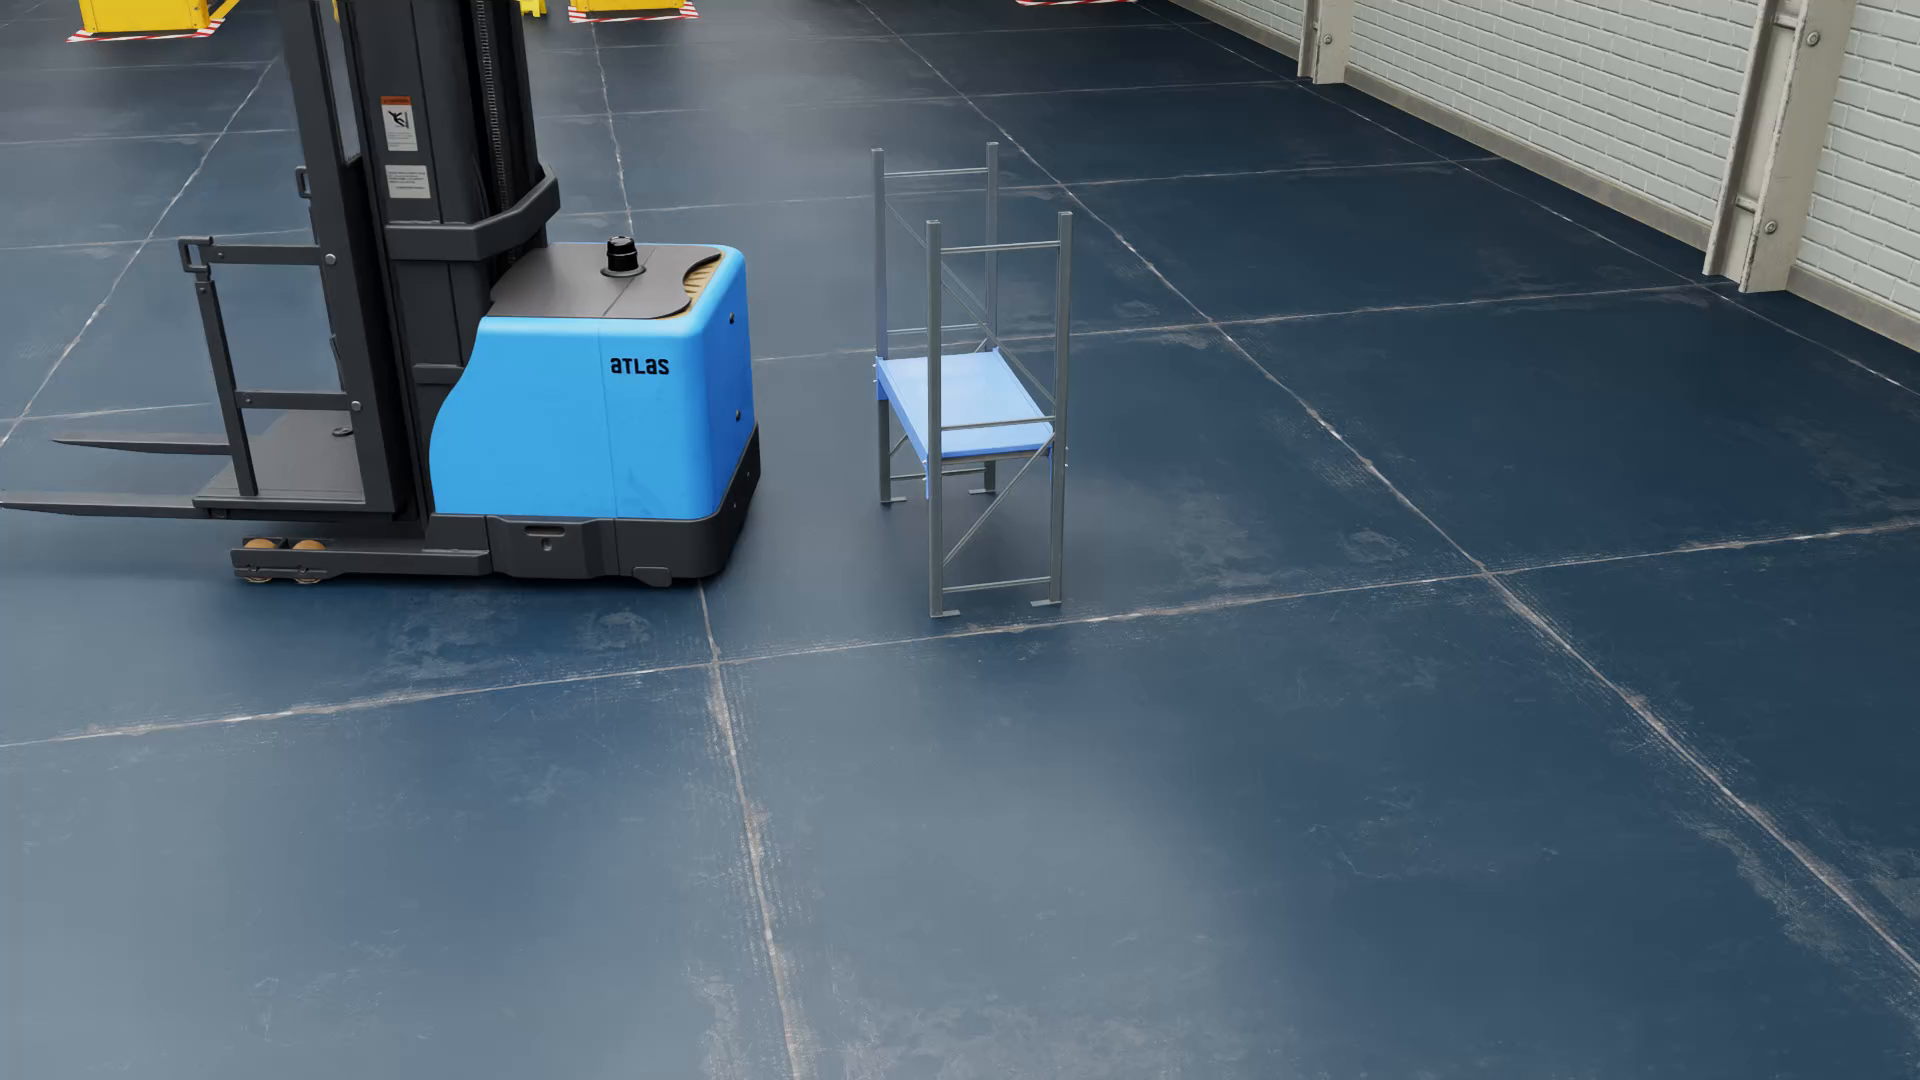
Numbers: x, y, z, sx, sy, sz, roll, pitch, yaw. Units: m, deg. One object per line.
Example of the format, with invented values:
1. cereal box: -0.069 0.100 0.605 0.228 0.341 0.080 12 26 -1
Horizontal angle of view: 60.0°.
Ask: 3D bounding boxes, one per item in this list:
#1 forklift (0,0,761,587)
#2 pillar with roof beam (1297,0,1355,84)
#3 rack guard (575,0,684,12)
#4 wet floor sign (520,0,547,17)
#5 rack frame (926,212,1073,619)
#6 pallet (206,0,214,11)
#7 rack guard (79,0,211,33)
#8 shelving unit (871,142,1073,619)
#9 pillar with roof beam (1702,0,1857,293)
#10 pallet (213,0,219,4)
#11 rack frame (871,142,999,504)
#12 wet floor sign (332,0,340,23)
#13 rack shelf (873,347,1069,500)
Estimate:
1. forklift: -2.393 -1.373 6.218 3.031 2.935 1.130 2 27 3
2. pillar with roof beam: -0.934 -7.737 12.091 9.100 9.000 0.400 -6 27 -12
3. rack guard: -3.665 -6.144 18.368 1.175 0.500 0.348 -6 27 -12
4. wet floor sign: -4.647 -5.984 17.889 0.267 0.644 0.232 3 27 6
5. rack frame: 0.134 -0.409 5.896 0.500 1.500 0.032 -6 27 -12
6. pallet: -8.704 -5.778 17.963 1.003 0.211 1.213 -6 27 -12
7. rack guard: -8.442 -5.553 17.197 1.175 0.500 0.348 -6 27 -12
8. shelving unit: 0.019 -0.632 6.338 0.538 1.500 1.048 -6 27 -12
9. pillar with roof beam: 0.419 -5.103 6.873 9.100 9.000 0.400 -6 27 -12
10. pallet: -8.976 -6.312 19.022 1.003 0.211 1.213 -6 27 -12
11. rack frame: -0.095 -0.855 6.780 0.500 1.500 0.032 -6 27 -12
12. wet floor sign: -6.512 -5.817 17.559 0.267 0.644 0.232 -11 29 -20
13. rack shelf: 0.019 -0.472 6.419 0.538 0.185 1.000 -6 27 -12
